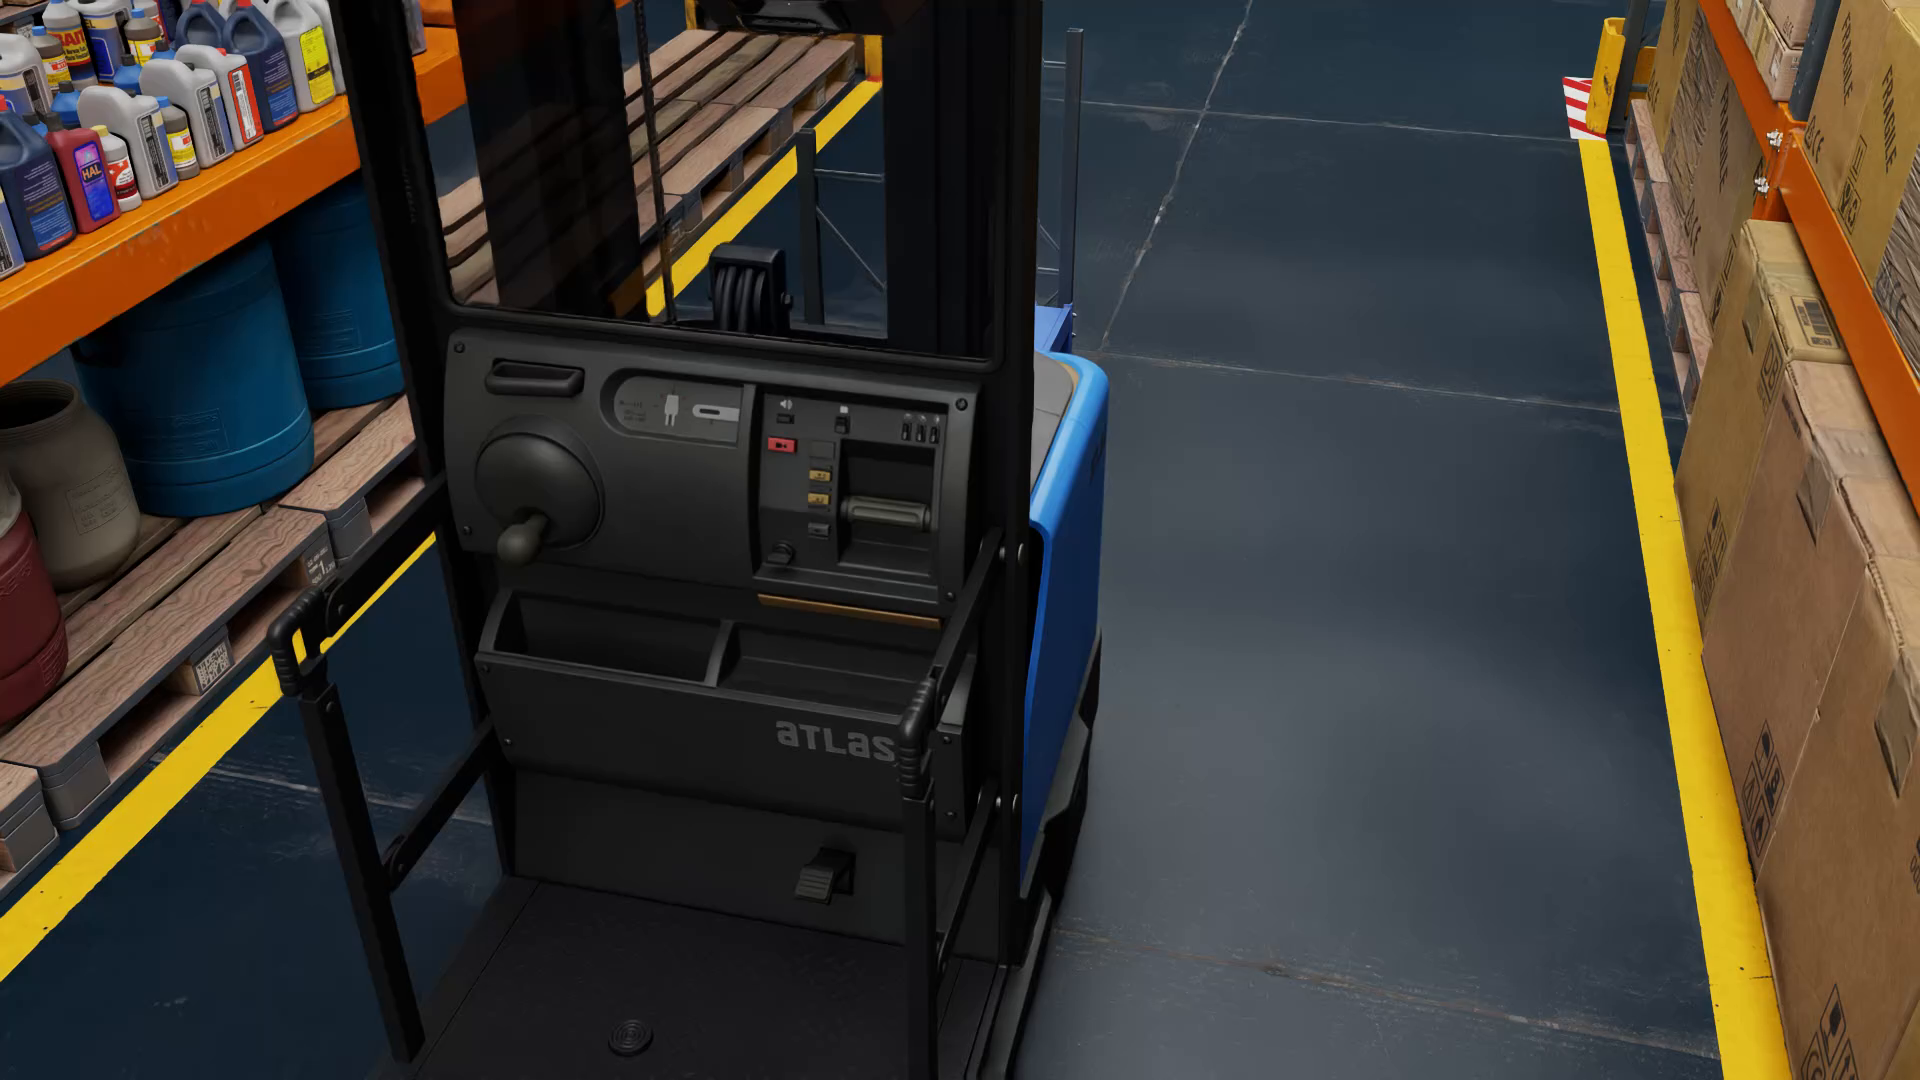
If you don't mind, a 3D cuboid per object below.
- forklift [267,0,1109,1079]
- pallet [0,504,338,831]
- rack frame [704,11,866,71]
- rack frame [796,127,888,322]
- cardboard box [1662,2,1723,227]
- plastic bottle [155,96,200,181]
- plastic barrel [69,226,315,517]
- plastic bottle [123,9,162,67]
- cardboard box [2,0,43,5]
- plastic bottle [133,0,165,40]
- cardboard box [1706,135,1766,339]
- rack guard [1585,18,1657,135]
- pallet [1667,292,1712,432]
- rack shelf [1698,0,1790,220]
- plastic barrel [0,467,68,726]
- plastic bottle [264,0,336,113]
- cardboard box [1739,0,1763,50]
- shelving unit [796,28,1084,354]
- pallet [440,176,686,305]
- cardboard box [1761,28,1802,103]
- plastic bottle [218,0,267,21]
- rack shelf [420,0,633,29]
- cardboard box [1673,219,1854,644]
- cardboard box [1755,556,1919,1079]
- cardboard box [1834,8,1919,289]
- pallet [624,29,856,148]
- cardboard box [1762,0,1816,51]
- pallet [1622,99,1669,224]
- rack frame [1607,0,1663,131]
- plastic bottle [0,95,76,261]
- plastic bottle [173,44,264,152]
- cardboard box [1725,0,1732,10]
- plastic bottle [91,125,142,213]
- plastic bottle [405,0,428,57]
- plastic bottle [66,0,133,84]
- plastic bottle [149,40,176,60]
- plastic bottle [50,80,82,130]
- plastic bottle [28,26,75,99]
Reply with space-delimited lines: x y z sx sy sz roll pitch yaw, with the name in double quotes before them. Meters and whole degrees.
"forklift" -0.479 -0.060 2.613 1.130 2.935 3.031 7 33 11
"pallet" -2.523 0.256 4.650 1.003 0.211 1.213 8 33 12
"rack frame" -0.964 -4.026 8.787 1.000 3.000 0.127 8 33 12
"rack frame" -0.151 -0.325 4.363 0.500 1.500 0.032 8 33 12
"cardboard box" 3.511 -1.817 6.901 0.875 0.875 0.875 8 33 12
"plastic bottle" -2.024 -1.033 4.264 0.097 0.201 0.097 0 32 0
"plastic barrel" -2.313 -0.595 4.954 0.600 0.901 0.708 8 33 12
"plastic bottle" -2.432 -1.481 4.969 0.097 0.201 0.097 0 32 0
"cardboard box" -5.654 -3.517 9.907 0.500 0.500 0.500 8 33 12
"plastic bottle" -2.530 -1.603 5.160 0.097 0.201 0.097 0 32 0
"cardboard box" 3.057 -0.888 5.440 0.875 0.875 0.875 8 33 12
"rack guard" 3.833 -2.309 8.416 1.175 0.500 0.348 8 33 12
"pallet" 3.080 -0.483 5.813 1.003 0.211 1.213 8 33 12
"rack shelf" 3.319 -2.010 6.287 1.077 0.370 4.000 8 33 12
"plastic barrel" -2.600 0.124 4.116 0.600 0.588 0.708 8 33 12
"plastic bottle" -1.896 -1.408 4.715 0.144 0.351 0.185 8 33 12
"cardboard box" 2.703 -1.640 5.267 0.380 0.149 0.250 7 33 12
"shelving unit" -0.022 -0.589 4.778 0.538 1.500 1.048 8 33 12
"pallet" -1.830 -1.160 6.879 1.003 0.211 1.213 8 33 12
"cardboard box" 2.572 -1.373 4.848 0.380 0.149 0.250 8 33 13
"plastic bottle" -2.035 -1.428 4.746 0.144 0.351 0.185 8 33 12
"rack shelf" -1.471 -2.685 7.347 1.077 0.370 4.000 8 33 12
"cardboard box" 2.669 -0.222 4.392 1.225 0.875 0.875 8 33 13
"cardboard box" 2.226 0.702 2.938 1.225 0.875 0.875 8 33 13
"cardboard box" 2.327 -0.852 3.702 0.500 0.500 0.500 8 33 12
"pallet" -1.211 -2.427 8.870 1.003 0.211 1.213 8 33 12
"cardboard box" 2.670 -1.603 4.838 0.500 0.250 0.500 7 33 11
"pallet" 3.700 -1.749 7.805 1.003 0.211 1.213 8 33 12
"rack frame" 3.827 -3.352 7.726 1.000 3.000 0.127 8 33 12
"plastic bottle" -2.175 -0.836 3.816 0.144 0.351 0.185 8 33 12
"plastic bottle" -1.987 -1.198 4.454 0.152 0.276 0.135 8 33 12
"cardboard box" 2.833 -1.907 5.688 0.380 0.149 0.250 9 33 13
"plastic bottle" -2.083 -0.913 4.075 0.097 0.201 0.097 0 32 0
"plastic bottle" -1.766 -1.649 5.164 0.152 0.276 0.135 8 33 12
"plastic bottle" -2.558 -1.520 4.960 0.152 0.276 0.135 8 33 12
"plastic bottle" -2.112 -1.204 4.467 0.097 0.271 0.097 0 32 0
"plastic bottle" -2.205 -1.013 4.168 0.097 0.271 0.097 0 32 0
"plastic bottle" -2.638 -1.381 4.812 0.097 0.201 0.097 0 32 0
